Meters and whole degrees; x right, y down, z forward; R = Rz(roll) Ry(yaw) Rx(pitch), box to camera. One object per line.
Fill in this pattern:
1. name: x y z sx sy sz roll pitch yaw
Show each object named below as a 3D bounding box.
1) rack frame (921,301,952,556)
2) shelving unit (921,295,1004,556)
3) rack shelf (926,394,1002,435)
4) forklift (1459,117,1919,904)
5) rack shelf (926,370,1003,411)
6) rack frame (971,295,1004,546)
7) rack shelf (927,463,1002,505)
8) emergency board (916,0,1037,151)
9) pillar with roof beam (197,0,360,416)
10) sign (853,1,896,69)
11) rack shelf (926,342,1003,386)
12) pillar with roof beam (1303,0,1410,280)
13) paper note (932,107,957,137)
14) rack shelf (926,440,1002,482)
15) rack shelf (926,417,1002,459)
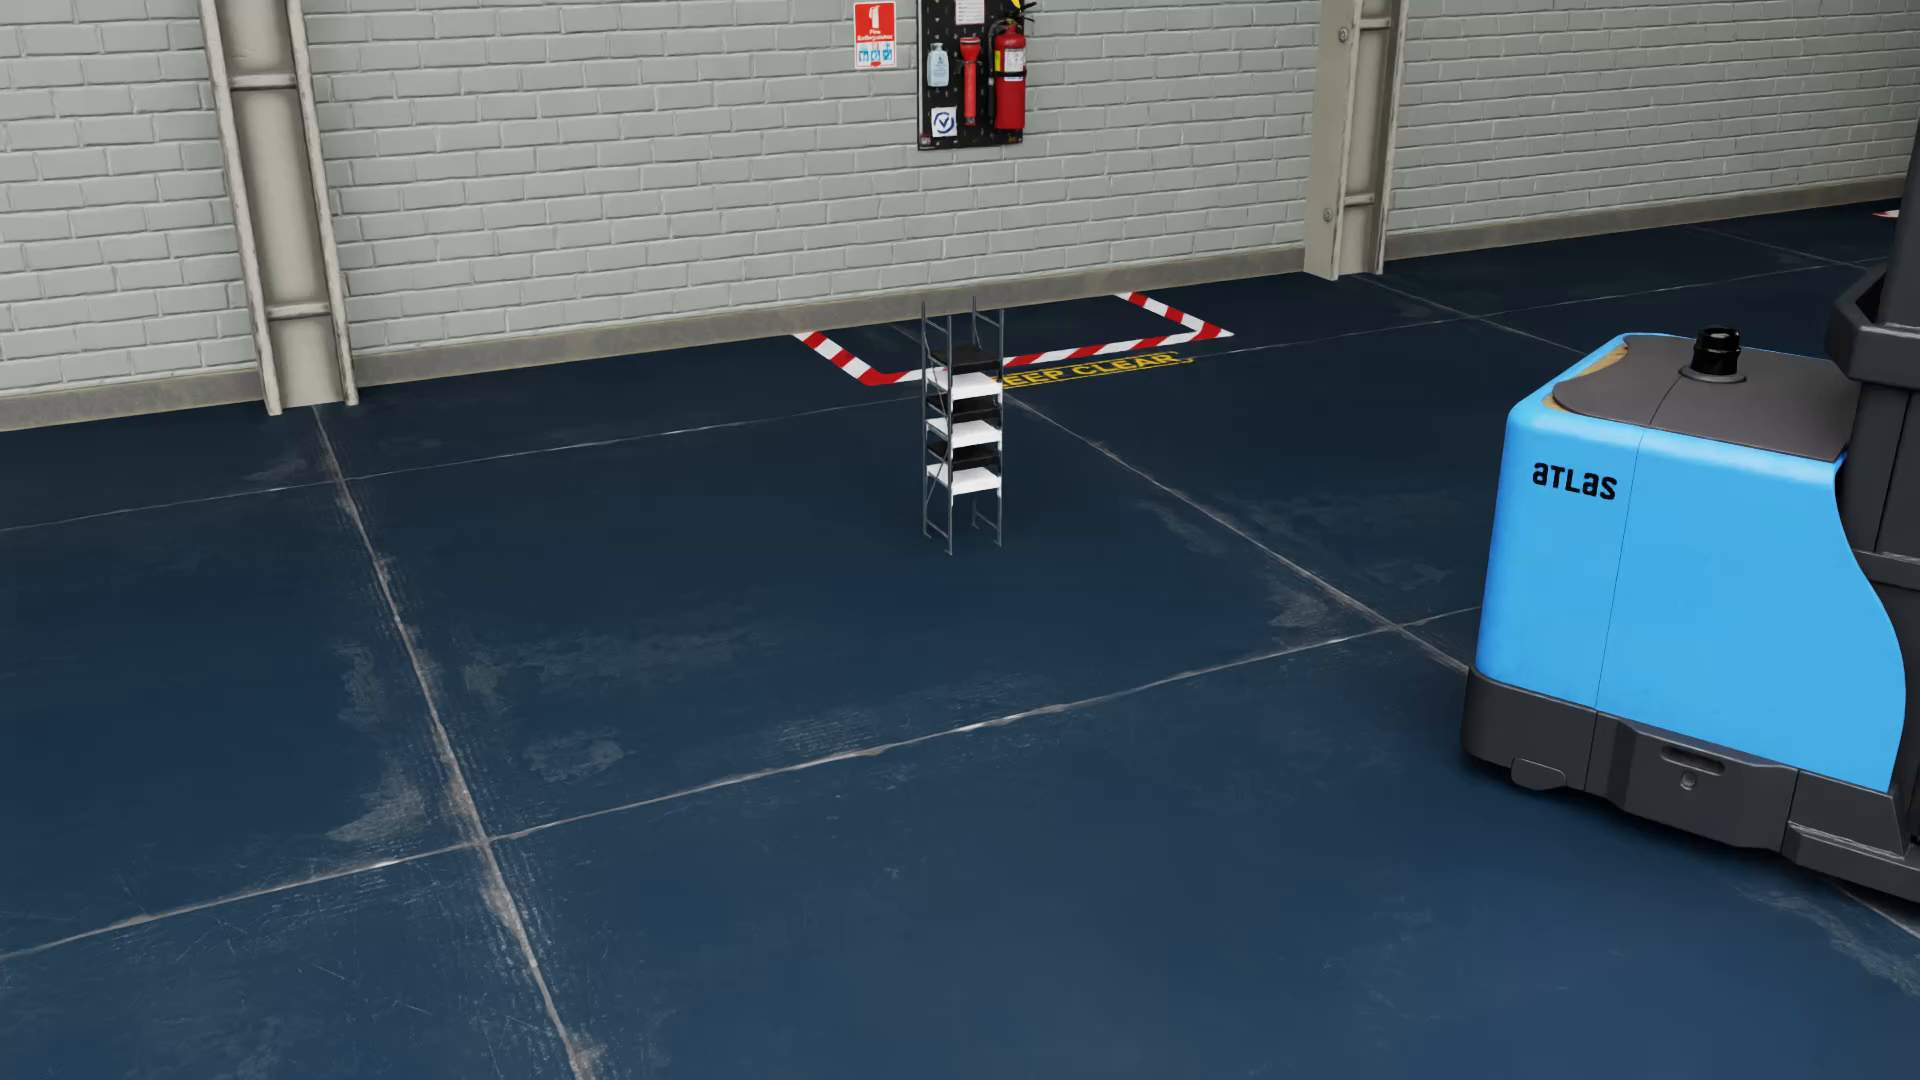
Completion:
1. rack frame: -0.084 -0.400 6.040 0.006 0.900 0.240 -10 25 -24
2. shelving unit: 0.007 -0.417 6.081 0.210 0.900 0.258 -10 25 -24
3. rack shelf: 0.007 -0.469 6.059 0.200 0.077 0.258 -10 25 -24
4. forklift: 2.886 -0.512 3.654 3.031 2.935 1.130 16 28 34
5. rack shelf: 0.007 -0.553 6.025 0.200 0.077 0.258 -10 25 -24
6. rack frame: 0.099 -0.434 6.122 0.006 0.900 0.240 -10 25 -24
7. rack shelf: 0.007 -0.220 6.163 0.200 0.077 0.258 -10 25 -24
8. emergency board: 0.106 -2.640 8.706 0.643 1.169 0.194 -10 25 -24
9. pillar with roof beam: -1.190 -3.330 2.529 0.400 9.000 9.100 -10 25 -24
10. sign: -0.437 -2.601 8.564 0.234 0.329 0.001 -10 25 -24
11. rack shelf: 0.007 -0.636 5.991 0.200 0.077 0.258 -10 25 -24
12. pillar with roof beam: 4.216 -4.325 4.933 0.400 9.000 9.100 -10 25 -24
13. paper note: -0.083 -2.228 8.861 0.142 0.148 0.016 -10 25 -24
14. rack shelf: 0.007 -0.303 6.128 0.200 0.077 0.258 -10 25 -24
15. rack shelf: 0.007 -0.386 6.094 0.200 0.077 0.258 -10 25 -24
